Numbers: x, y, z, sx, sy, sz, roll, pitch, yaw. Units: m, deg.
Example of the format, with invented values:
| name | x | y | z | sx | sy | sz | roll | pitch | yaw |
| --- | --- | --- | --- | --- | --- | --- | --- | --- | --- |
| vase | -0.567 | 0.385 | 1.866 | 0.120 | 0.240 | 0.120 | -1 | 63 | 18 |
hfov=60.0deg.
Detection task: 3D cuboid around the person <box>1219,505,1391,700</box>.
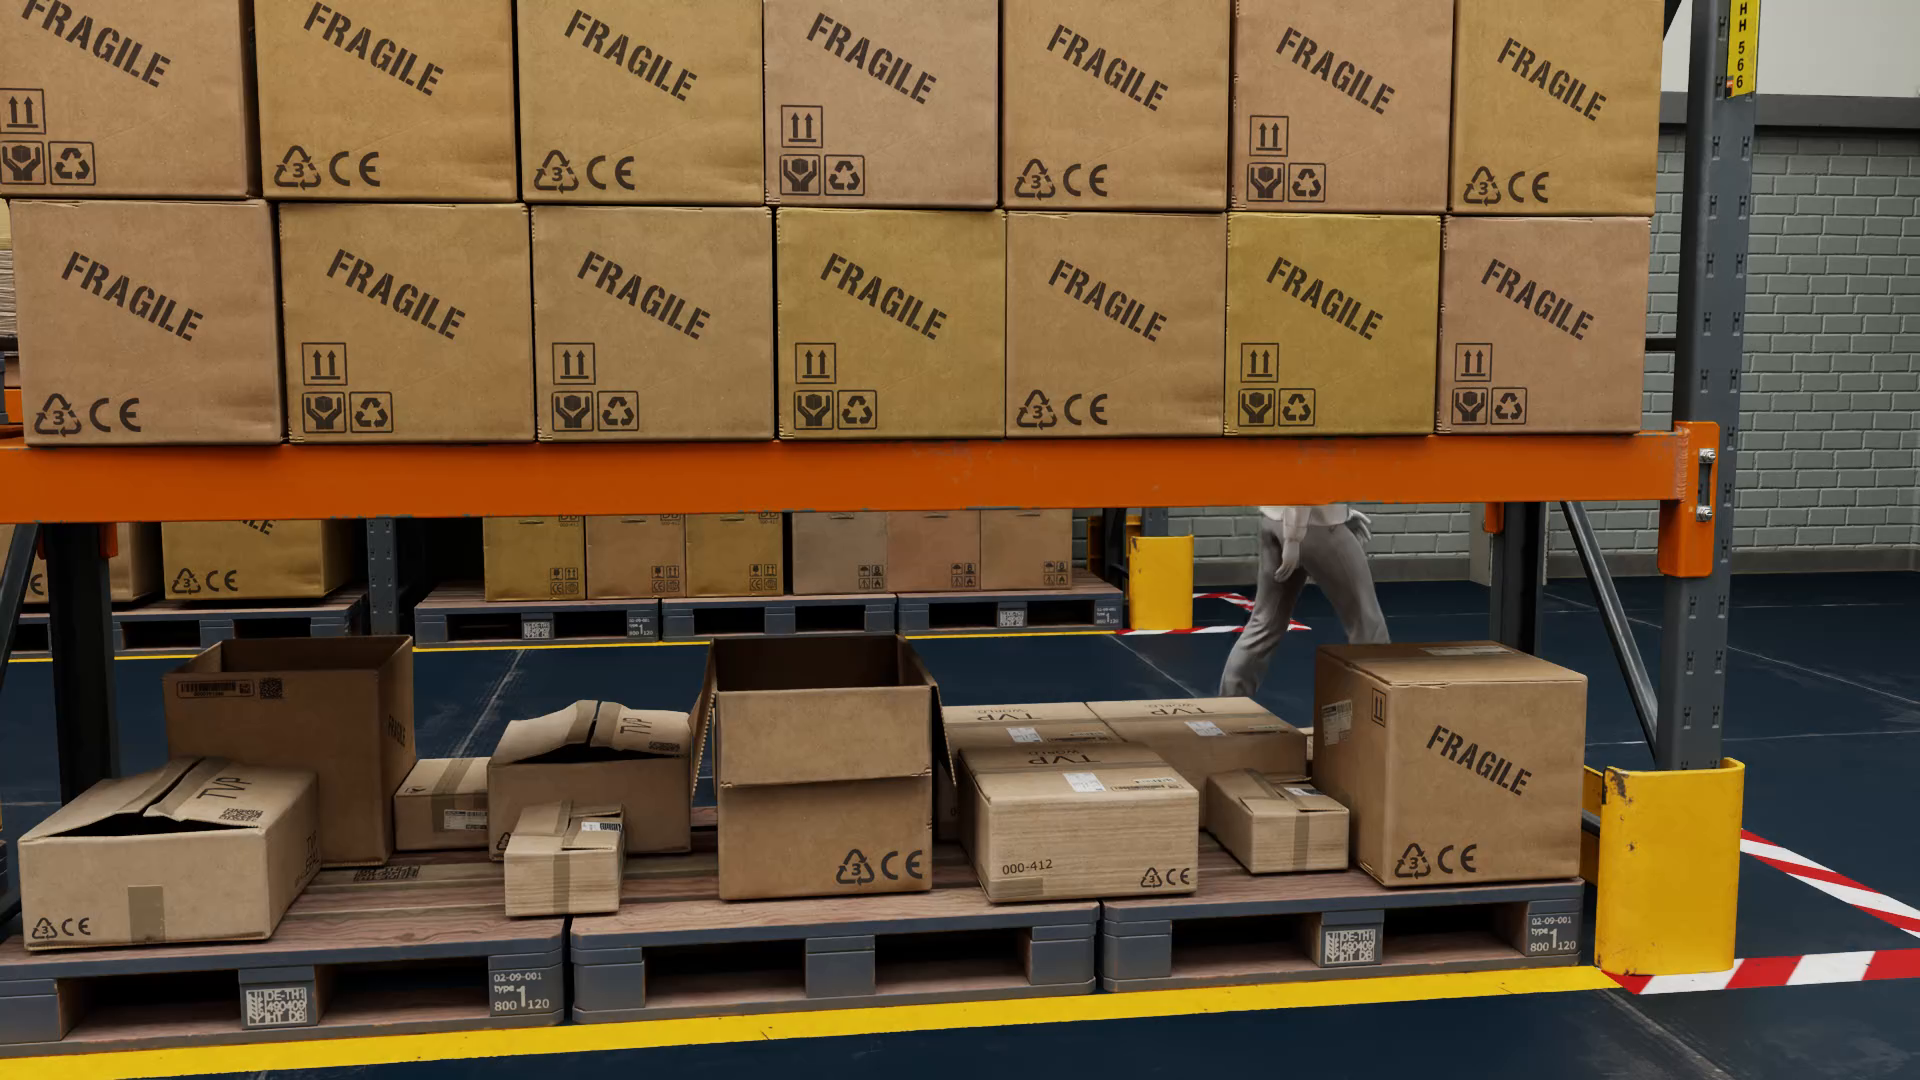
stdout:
| name | x | y | z | sx | sy | sz | roll | pitch | yaw |
| --- | --- | --- | --- | --- | --- | --- | --- | --- | --- |
| person | 1.357 | -0.055 | 6.032 | 0.896 | 1.650 | 0.502 | -1 | 7 | -11 |
